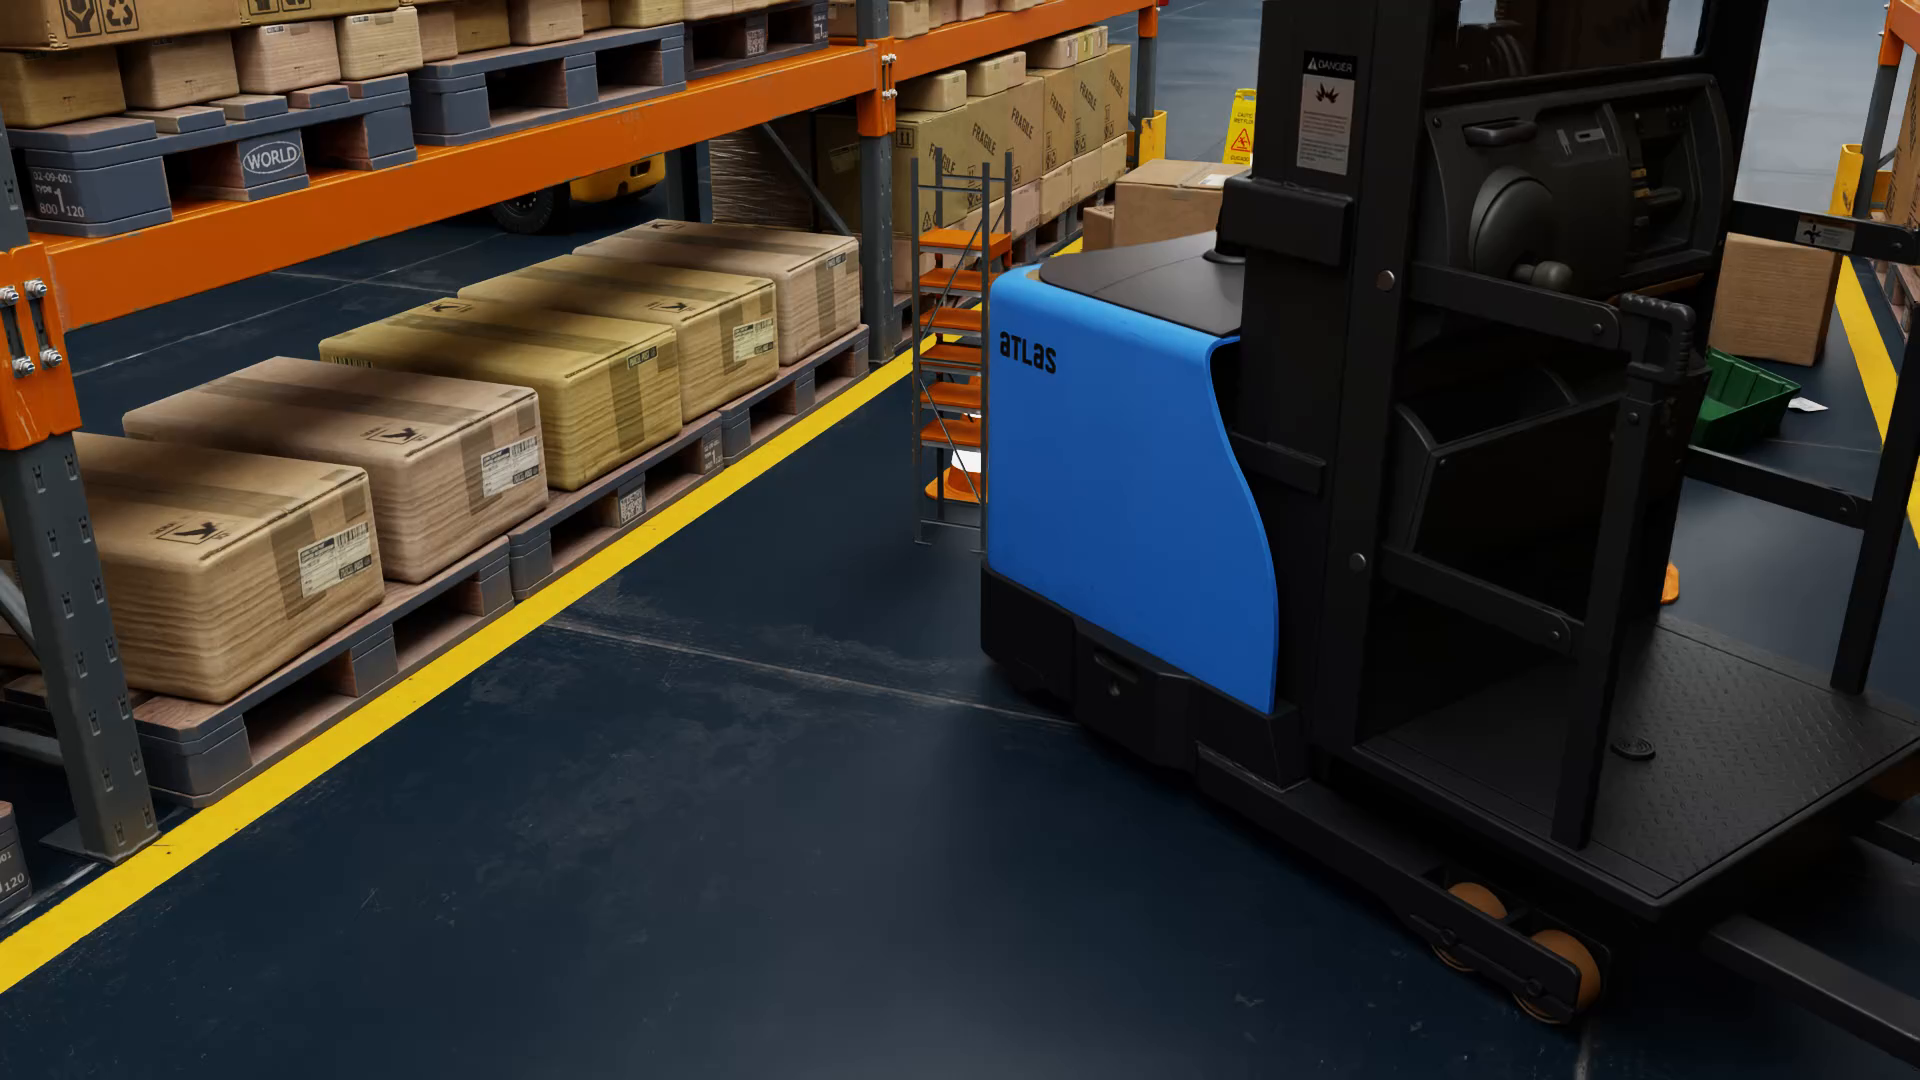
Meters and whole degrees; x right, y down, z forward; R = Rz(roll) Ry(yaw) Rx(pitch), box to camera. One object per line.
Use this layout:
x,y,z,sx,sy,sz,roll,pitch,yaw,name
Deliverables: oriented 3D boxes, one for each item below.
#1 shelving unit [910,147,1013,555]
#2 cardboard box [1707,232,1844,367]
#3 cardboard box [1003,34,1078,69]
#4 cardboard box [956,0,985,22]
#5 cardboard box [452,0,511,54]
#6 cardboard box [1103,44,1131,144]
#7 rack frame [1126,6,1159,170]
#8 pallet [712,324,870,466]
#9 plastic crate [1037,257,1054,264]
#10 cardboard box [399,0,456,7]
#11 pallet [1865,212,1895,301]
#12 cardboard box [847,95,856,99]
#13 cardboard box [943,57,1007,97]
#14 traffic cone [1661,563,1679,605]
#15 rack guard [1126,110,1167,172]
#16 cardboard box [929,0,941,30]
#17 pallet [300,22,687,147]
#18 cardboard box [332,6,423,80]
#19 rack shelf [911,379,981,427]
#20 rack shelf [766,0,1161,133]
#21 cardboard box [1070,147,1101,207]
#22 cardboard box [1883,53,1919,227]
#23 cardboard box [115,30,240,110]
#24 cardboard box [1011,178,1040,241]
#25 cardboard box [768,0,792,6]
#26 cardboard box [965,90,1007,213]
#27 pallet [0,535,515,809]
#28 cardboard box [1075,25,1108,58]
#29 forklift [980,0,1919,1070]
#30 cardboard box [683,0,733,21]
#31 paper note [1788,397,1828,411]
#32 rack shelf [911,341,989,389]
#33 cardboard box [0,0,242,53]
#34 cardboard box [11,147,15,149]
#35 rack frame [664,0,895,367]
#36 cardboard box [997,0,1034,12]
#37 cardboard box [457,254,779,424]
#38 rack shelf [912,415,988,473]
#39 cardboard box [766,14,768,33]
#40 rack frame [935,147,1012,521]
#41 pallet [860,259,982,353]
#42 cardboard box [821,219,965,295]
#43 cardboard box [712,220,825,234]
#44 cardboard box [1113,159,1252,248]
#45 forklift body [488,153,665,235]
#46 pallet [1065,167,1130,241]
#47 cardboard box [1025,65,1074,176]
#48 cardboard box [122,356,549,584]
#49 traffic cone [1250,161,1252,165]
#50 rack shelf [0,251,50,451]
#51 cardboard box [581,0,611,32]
0.005,-0.559,5.031,0.258,1.200,0.189,9,24,20,shelving unit
3.492,-1.084,7.194,0.500,0.500,0.500,13,26,29,cardboard box
0.396,-2.560,8.695,0.380,0.149,0.250,10,25,22,cardboard box
-0.110,-2.438,7.522,0.380,0.149,0.250,10,25,22,cardboard box
-1.469,-1.430,4.563,0.380,0.149,0.250,10,25,22,cardboard box
0.666,-2.585,9.597,0.500,0.500,0.500,9,24,20,cardboard box
0.721,-3.638,10.068,1.000,3.000,0.127,9,24,20,rack frame
-1.053,-0.641,6.511,1.003,0.211,1.213,9,24,20,pallet
0.580,-1.304,8.268,0.402,0.080,0.583,1,23,2,plastic crate
-1.490,-1.659,4.269,0.500,0.500,0.500,9,24,21,cardboard box
5.130,-1.382,8.284,1.003,0.211,1.213,9,24,20,pallet
-0.607,-1.910,7.981,0.500,0.500,0.500,9,24,21,cardboard box
-0.004,-2.170,7.761,0.380,0.149,0.250,10,25,22,cardboard box
1.968,-0.100,4.889,0.336,0.463,0.334,9,24,20,traffic cone
0.693,-2.458,10.485,1.175,0.500,0.348,9,24,20,rack guard
-0.304,-2.255,7.084,0.380,0.149,0.250,10,24,22,cardboard box
-1.553,-1.401,4.961,1.003,0.211,1.213,9,24,20,pallet
-1.555,-1.226,4.075,0.380,0.149,0.250,9,24,20,cardboard box
0.005,-0.407,5.095,0.258,0.103,0.180,9,24,20,rack shelf
-0.022,-2.591,8.493,1.077,0.370,4.000,9,24,20,rack shelf
0.471,-2.051,9.291,0.500,0.250,0.500,9,24,20,cardboard box
5.164,-1.927,8.183,0.875,0.875,0.875,9,24,20,cardboard box
-1.821,-1.039,3.627,0.380,0.149,0.250,7,24,17,cardboard box
0.087,-1.687,8.420,0.500,0.250,0.500,8,24,19,cardboard box
-0.814,-1.969,5.854,0.380,0.149,0.250,8,24,18,cardboard box
-0.107,-1.844,7.822,0.500,0.500,0.500,10,25,22,cardboard box
-1.959,0.232,4.421,1.003,0.211,1.213,9,24,20,pallet
0.592,-2.744,9.135,0.380,0.149,0.250,10,24,22,cardboard box
1.338,-0.668,3.048,1.130,2.935,3.031,-16,28,-33,forklift
-0.968,-1.780,5.401,0.380,0.149,0.250,9,24,20,cardboard box
3.278,-0.535,6.490,0.147,0.020,0.142,-7,24,-17,paper note
0.005,-0.518,5.048,0.258,0.103,0.180,9,24,20,rack shelf
-1.869,-1.280,3.363,0.500,0.500,0.500,8,24,19,cardboard box
-4.908,-2.201,9.001,0.500,0.250,0.500,9,24,20,cardboard box
-0.765,-2.207,6.641,1.000,3.000,0.127,9,24,20,rack frame
0.134,-2.614,7.942,0.380,0.149,0.250,9,24,20,cardboard box
-1.221,-0.742,6.000,0.950,0.372,0.625,10,25,23,cardboard box
0.005,-0.296,5.141,0.258,0.103,0.180,9,24,20,rack shelf
-0.928,-2.250,7.070,0.380,0.149,0.250,9,24,20,cardboard box
0.039,-0.592,5.110,0.240,1.200,0.006,9,24,20,rack frame
-0.548,-1.165,7.766,1.003,0.211,1.213,9,24,20,pallet
-0.295,-1.304,7.503,0.500,0.250,0.500,8,24,18,cardboard box
-0.795,-1.382,7.689,0.500,0.250,0.500,10,25,22,cardboard box
0.899,-1.159,6.393,0.500,0.500,0.500,9,24,20,cardboard box
-2.899,-3.016,9.680,2.313,2.155,1.214,9,24,20,forklift body
0.358,-2.039,9.857,1.003,0.211,1.213,9,24,20,pallet
0.281,-2.218,8.719,0.500,0.500,0.500,8,24,19,cardboard box
-1.765,-0.223,4.756,0.950,0.372,0.625,8,24,19,cardboard box
1.759,-2.129,9.747,0.336,0.463,0.334,9,24,20,traffic cone
-2.993,0.272,1.640,1.077,0.370,4.000,9,24,20,rack shelf
-1.285,-1.618,5.014,0.380,0.149,0.250,8,24,18,cardboard box
